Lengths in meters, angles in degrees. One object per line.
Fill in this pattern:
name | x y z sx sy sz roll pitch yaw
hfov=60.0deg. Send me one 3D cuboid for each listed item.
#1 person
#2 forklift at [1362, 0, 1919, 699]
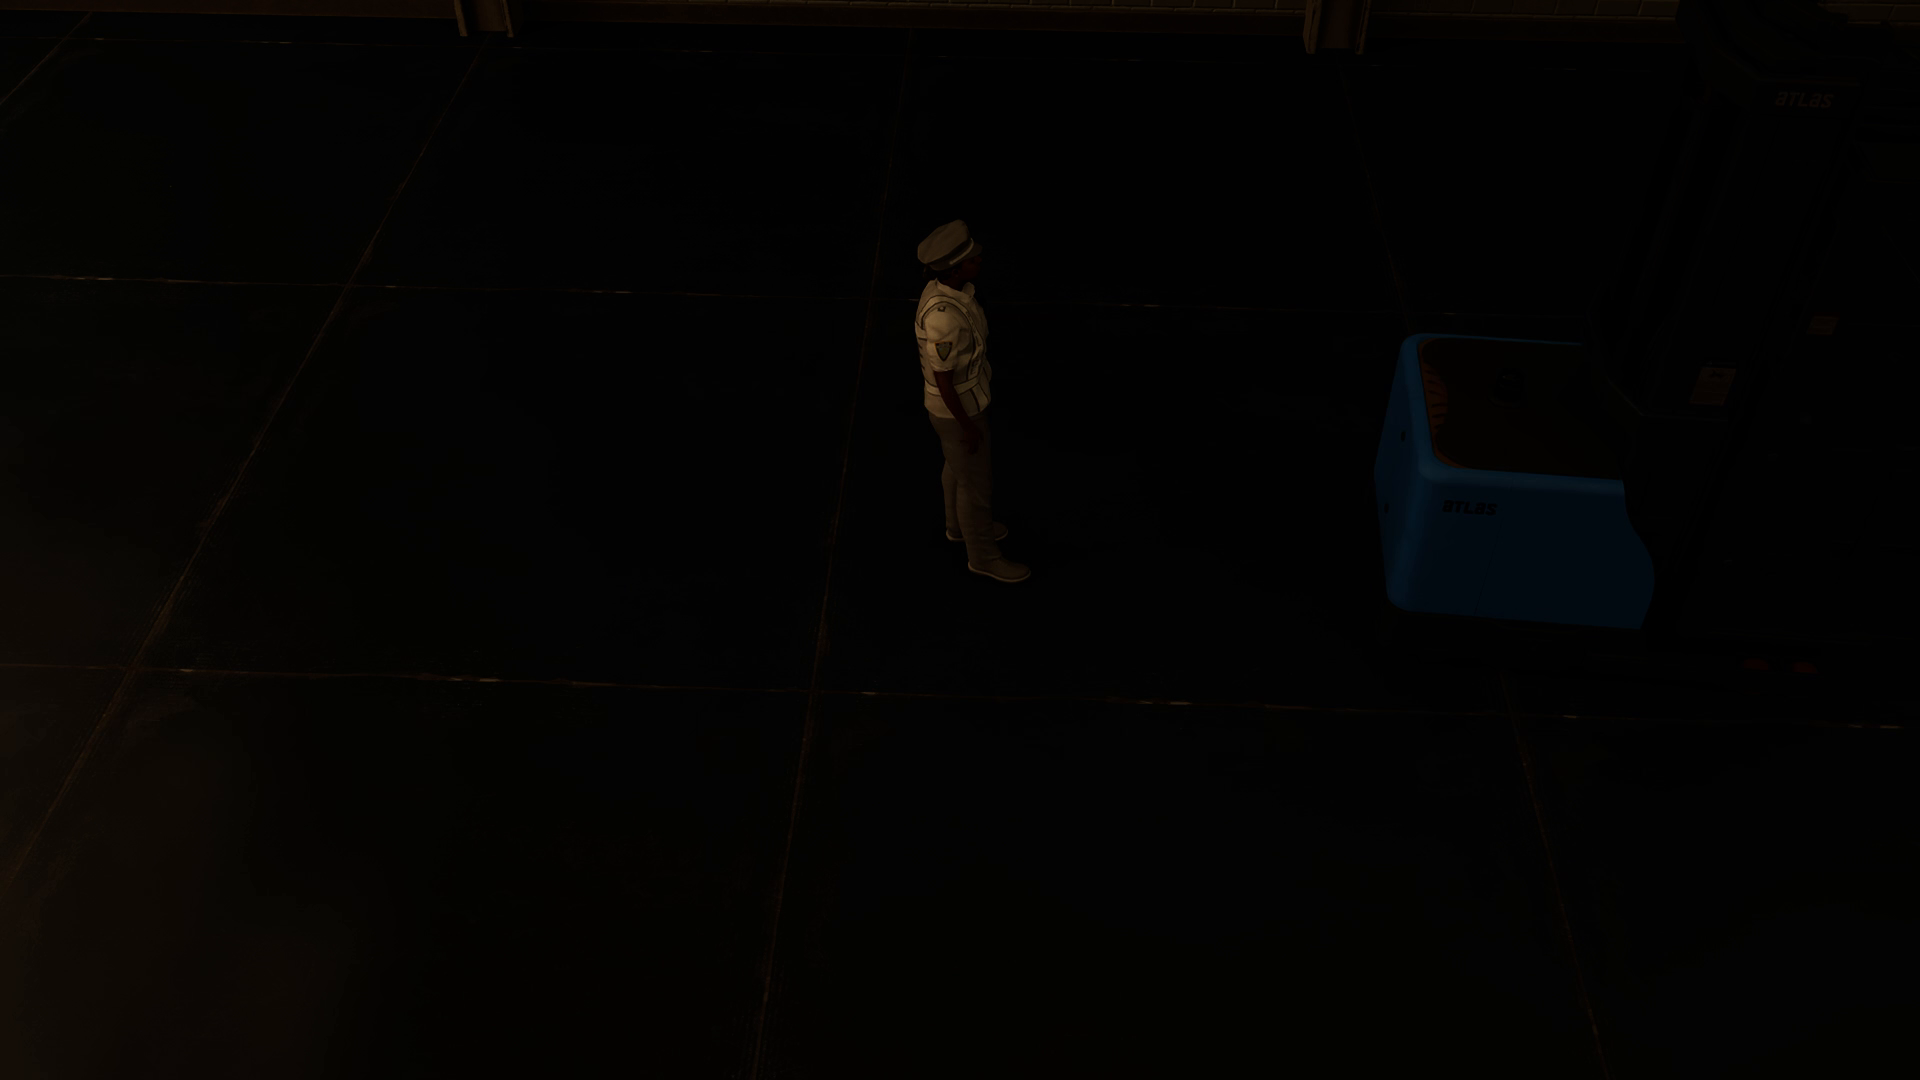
person | 0.074 -0.616 7.323 0.528 1.697 0.570 2 42 2
forklift | 3.387 -0.779 6.596 3.031 2.935 1.130 4 43 5
